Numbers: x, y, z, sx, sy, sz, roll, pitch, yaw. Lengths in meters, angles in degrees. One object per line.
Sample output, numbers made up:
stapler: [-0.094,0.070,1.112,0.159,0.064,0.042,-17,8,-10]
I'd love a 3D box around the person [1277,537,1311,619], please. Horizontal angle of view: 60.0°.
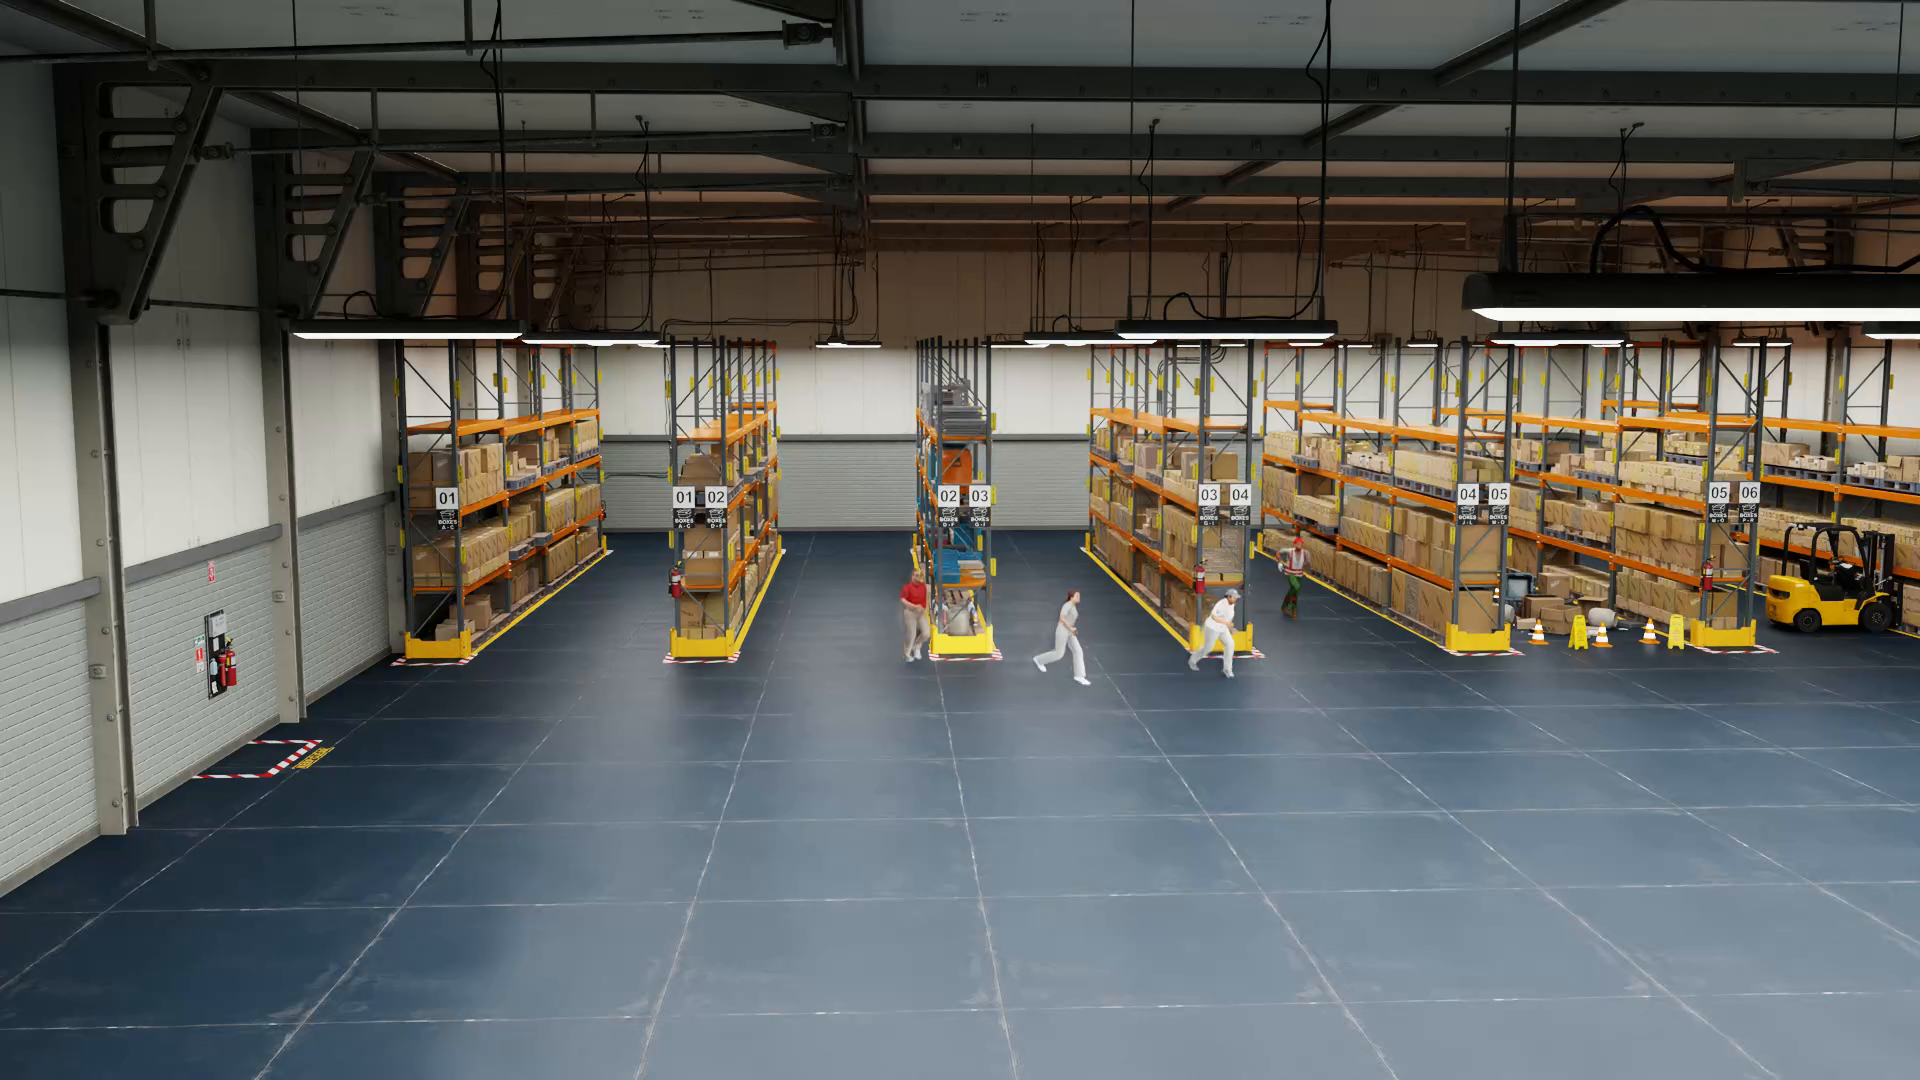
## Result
person: [7.178,0.792,35.789,0.645,1.752,0.947,-2,7,-20]

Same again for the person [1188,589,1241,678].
person: [4.526,1.637,29.398,0.995,1.627,0.649,5,8,38]

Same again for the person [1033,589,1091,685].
person: [1.776,1.657,28.780,1.059,1.658,0.563,3,7,25]

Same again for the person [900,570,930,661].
person: [-0.781,1.402,30.725,0.693,1.719,0.665,-5,8,-38]
